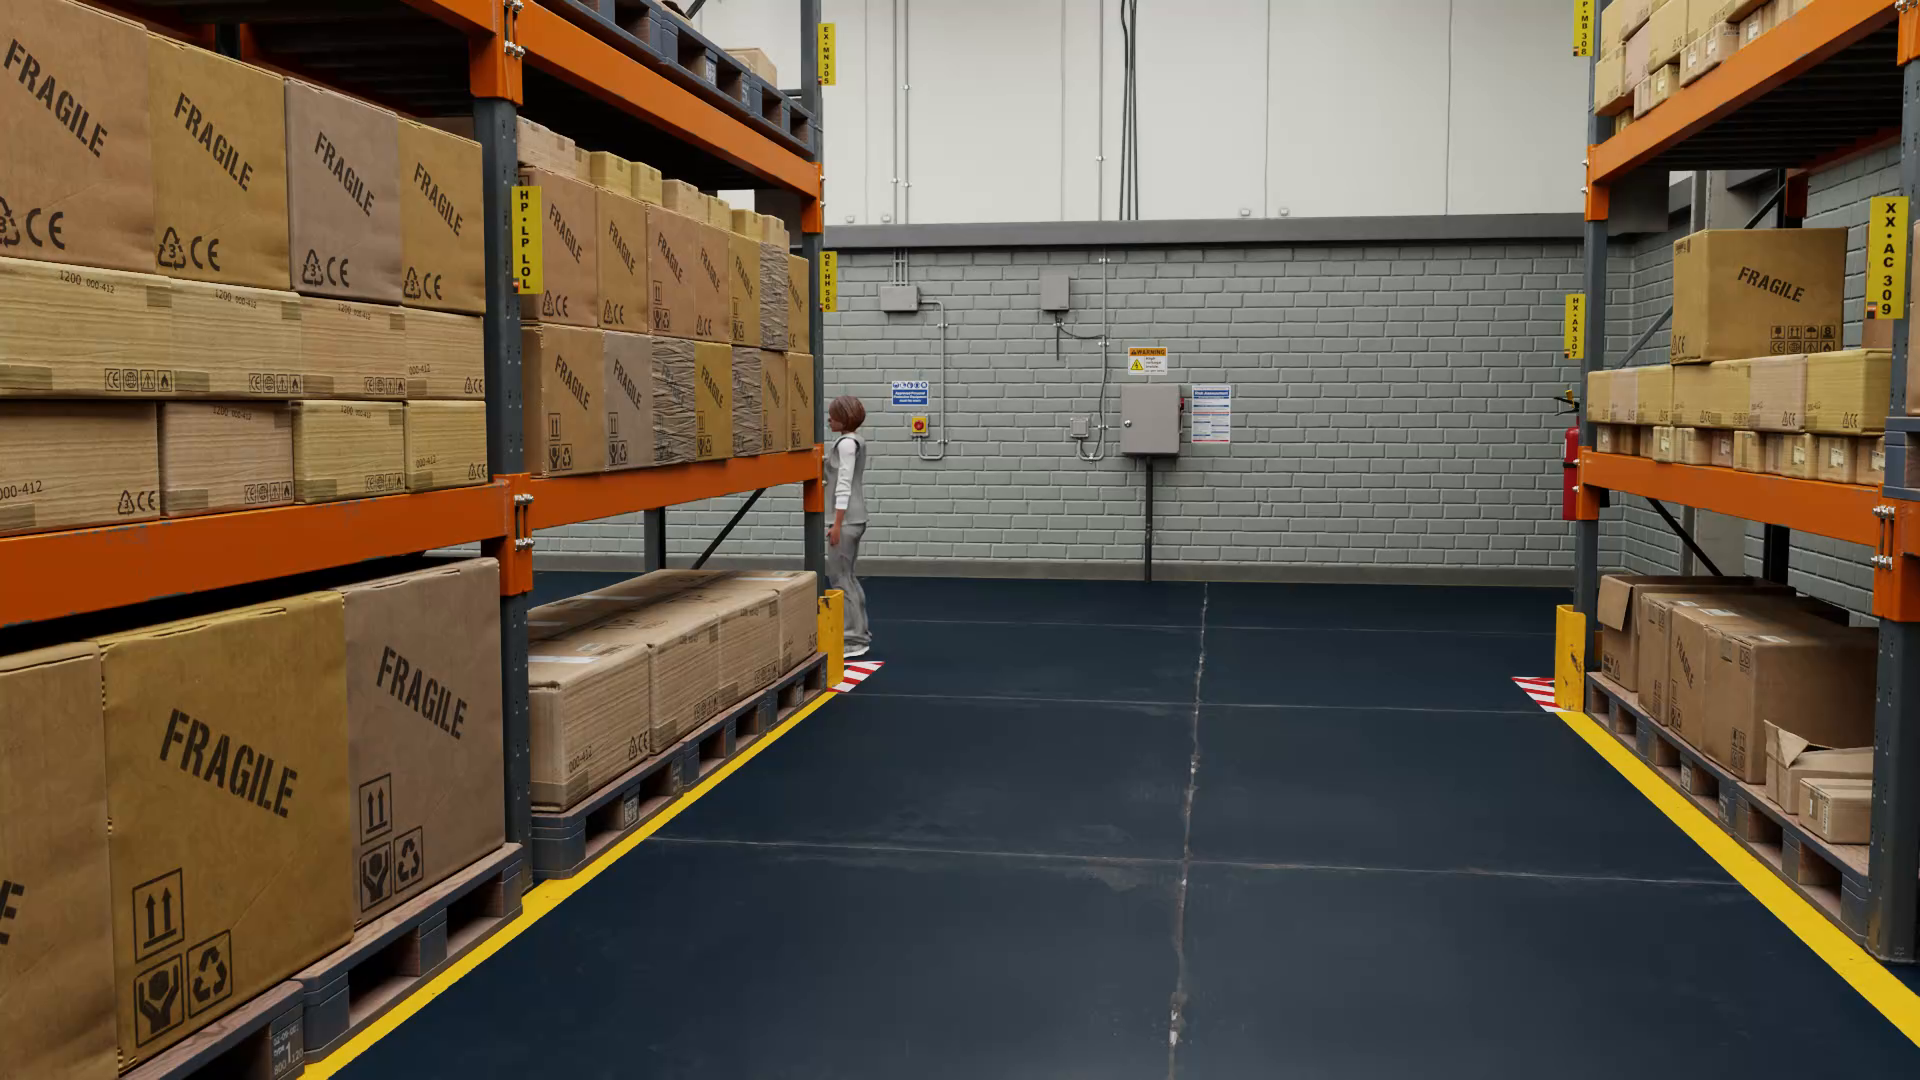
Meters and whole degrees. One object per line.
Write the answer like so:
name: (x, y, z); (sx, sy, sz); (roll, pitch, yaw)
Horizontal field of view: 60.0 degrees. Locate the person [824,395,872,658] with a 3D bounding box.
person: (-0.706, -0.081, 10.168); (0.300, 1.604, 0.406); (0, 5, 3)
